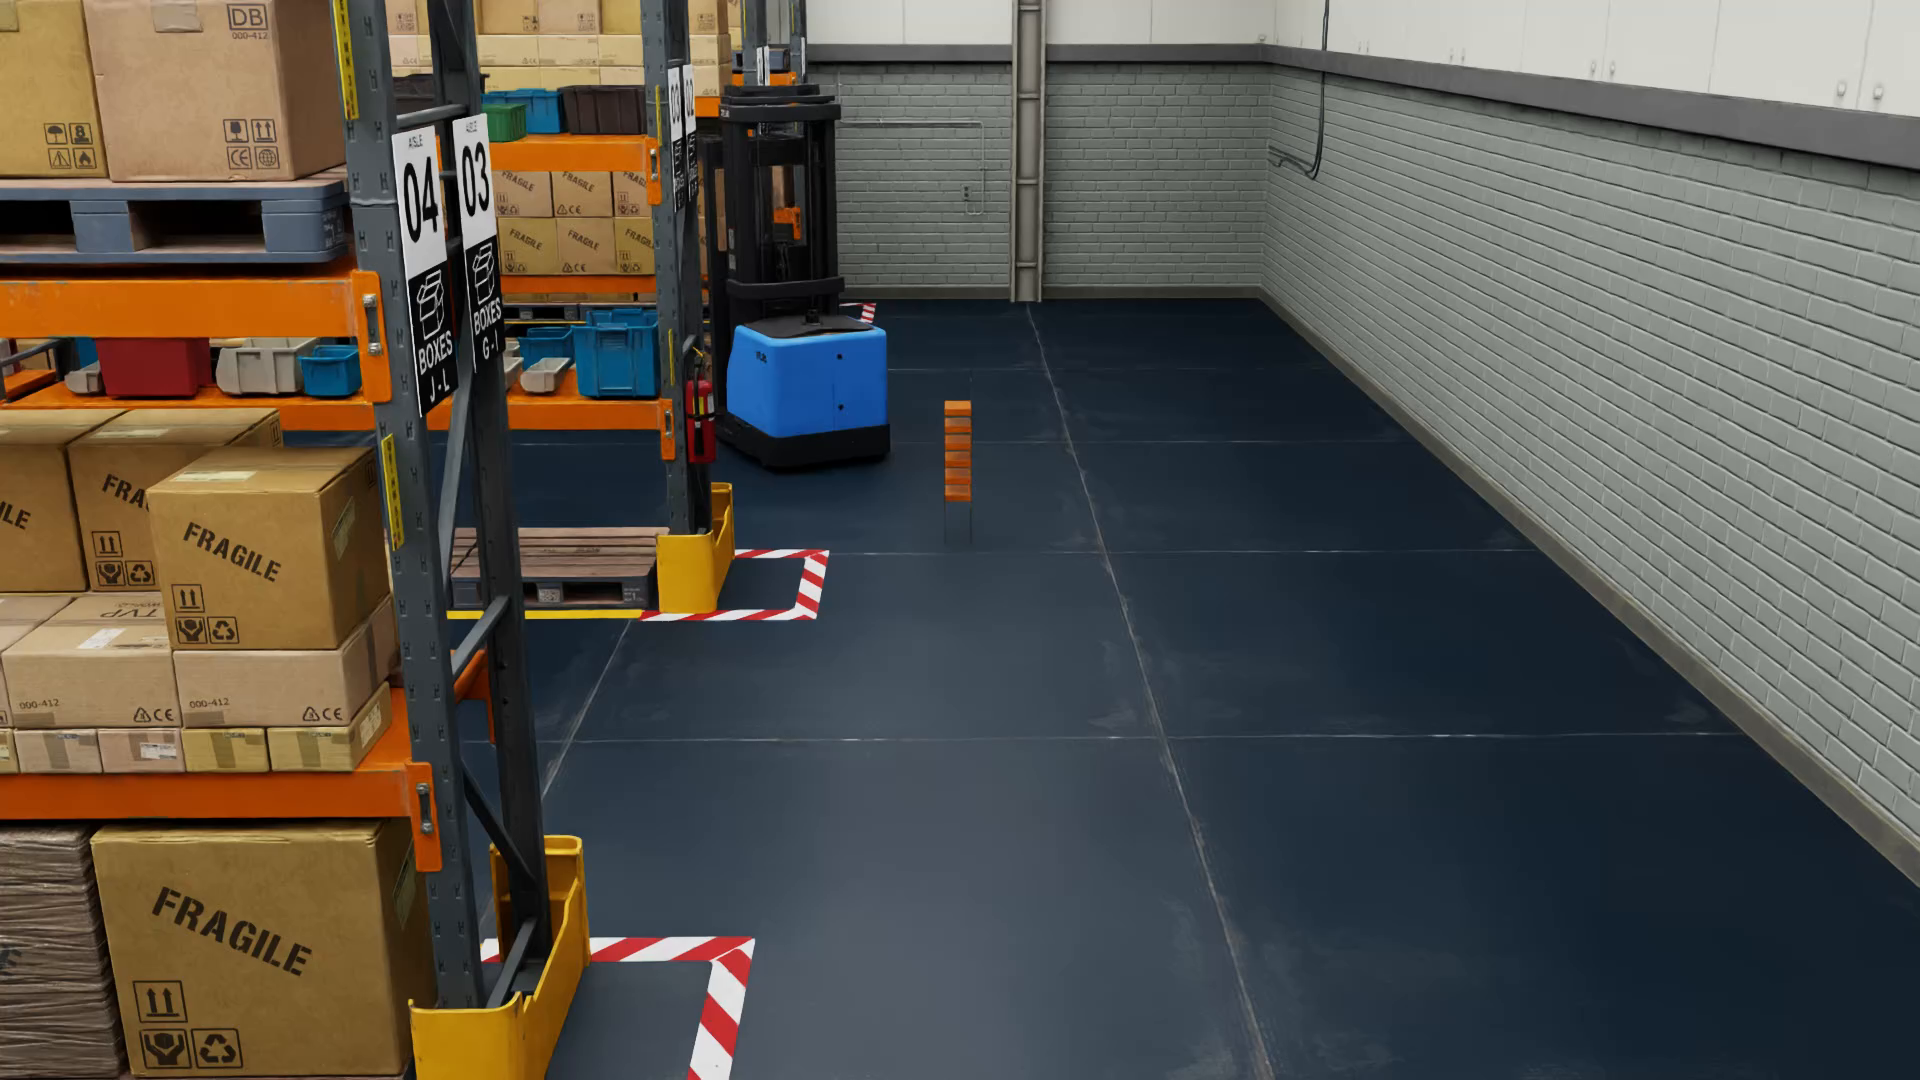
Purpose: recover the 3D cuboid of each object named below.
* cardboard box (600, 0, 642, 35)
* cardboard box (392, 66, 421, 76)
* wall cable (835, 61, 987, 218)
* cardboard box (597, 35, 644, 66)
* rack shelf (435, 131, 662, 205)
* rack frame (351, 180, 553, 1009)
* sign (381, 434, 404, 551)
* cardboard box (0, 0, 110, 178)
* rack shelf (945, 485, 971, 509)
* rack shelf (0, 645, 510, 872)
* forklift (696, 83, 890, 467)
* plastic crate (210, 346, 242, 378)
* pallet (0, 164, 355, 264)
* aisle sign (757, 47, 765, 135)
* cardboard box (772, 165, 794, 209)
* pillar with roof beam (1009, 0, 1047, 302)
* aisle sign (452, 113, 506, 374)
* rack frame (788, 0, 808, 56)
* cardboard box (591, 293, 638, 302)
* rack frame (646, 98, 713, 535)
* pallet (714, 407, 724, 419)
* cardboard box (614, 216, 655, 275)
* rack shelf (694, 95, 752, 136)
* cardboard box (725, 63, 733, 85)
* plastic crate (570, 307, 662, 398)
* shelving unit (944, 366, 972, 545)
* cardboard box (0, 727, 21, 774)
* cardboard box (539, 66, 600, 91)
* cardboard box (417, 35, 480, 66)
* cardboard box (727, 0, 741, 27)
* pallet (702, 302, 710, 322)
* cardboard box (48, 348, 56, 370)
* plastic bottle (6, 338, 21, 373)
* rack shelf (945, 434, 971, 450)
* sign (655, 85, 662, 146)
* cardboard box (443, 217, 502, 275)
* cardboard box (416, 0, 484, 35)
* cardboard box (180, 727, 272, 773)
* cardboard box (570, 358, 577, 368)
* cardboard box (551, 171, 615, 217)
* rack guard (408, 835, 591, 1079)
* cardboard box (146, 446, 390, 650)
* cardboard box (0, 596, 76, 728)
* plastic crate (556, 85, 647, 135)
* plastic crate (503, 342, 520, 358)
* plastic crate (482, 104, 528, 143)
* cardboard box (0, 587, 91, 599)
[{"bbox_3d":[-2.792,-4.633,14.368,0.500,0.500,0.700,0,18,-1],"label":"cardboard box"},{"bbox_3d":[-4.786,-3.930,14.224,0.500,0.250,0.500,0,18,-1],"label":"cardboard box"},{"bbox_3d":[-0.593,-4.957,20.425,1.851,1.984,0.084,0,18,-1],"label":"wall cable"},{"bbox_3d":[-2.786,-4.177,14.174,0.500,0.250,0.500,0,18,-1],"label":"cardboard box"},{"bbox_3d":[-3.702,-2.228,9.850,4.000,0.370,1.077,0,18,-1],"label":"rack shelf"},{"bbox_3d":[-1.624,0.361,5.513,0.127,3.000,1.000,0,18,-1],"label":"rack frame"},{"bbox_3d":[-1.630,-0.138,4.783,0.005,0.325,0.100,0,18,-1],"label":"sign"},{"bbox_3d":[-2.708,-1.378,5.007,0.500,0.500,0.700,-1,18,-3],"label":"cardboard box"},{"bbox_3d":[-0.014,-0.300,11.451,0.180,0.103,0.258,0,18,-1],"label":"rack shelf"},{"bbox_3d":[-3.624,0.713,5.592,4.000,0.370,1.077,0,18,-1],"label":"rack shelf"},{"bbox_3d":[-1.706,-2.375,14.152,1.130,2.935,3.031,-9,20,-27],"label":"forklift"},{"bbox_3d":[-4.587,-1.118,10.474,0.590,0.125,0.437,0,18,-1],"label":"plastic crate"},{"bbox_3d":[-2.366,-1.019,5.047,1.213,0.211,1.003,0,18,-1],"label":"pallet"},{"bbox_3d":[-1.704,-3.810,14.257,0.004,0.787,0.394,0,18,-1],"label":"aisle sign"},{"bbox_3d":[-2.369,-4.315,19.598,0.700,0.700,0.980,1,18,2],"label":"cardboard box"},{"bbox_3d":[0.895,-5.997,15.510,0.400,9.000,9.100,0,18,-1],"label":"pillar with roof beam"},{"bbox_3d":[-1.557,-0.969,5.402,0.004,0.787,0.394,0,18,-1],"label":"aisle sign"},{"bbox_3d":[-1.859,-7.034,18.744,0.127,3.000,1.000,0,18,-1],"label":"rack frame"},{"bbox_3d":[-4.093,-3.144,19.842,0.500,0.500,0.700,0,18,0],"label":"cardboard box"},{"bbox_3d":[-1.702,-1.152,10.228,0.127,3.000,1.000,0,18,-1],"label":"rack frame"},{"bbox_3d":[-2.650,-1.333,15.356,1.213,0.211,1.003,0,18,-1],"label":"pallet"},{"bbox_3d":[-2.739,-2.624,14.652,0.500,0.500,0.500,0,18,0],"label":"cardboard box"},{"bbox_3d":[-3.777,-3.741,14.566,4.000,0.370,1.077,0,18,-1],"label":"rack shelf"},{"bbox_3d":[-2.295,-4.097,14.743,0.500,0.250,0.500,0,18,-1],"label":"cardboard box"},{"bbox_3d":[-2.034,-1.139,10.031,0.499,0.435,0.616,0,18,-1],"label":"plastic crate"},{"bbox_3d":[-0.014,-0.571,11.364,0.189,1.200,0.258,0,18,-1],"label":"shelving unit"},{"bbox_3d":[-2.996,0.588,5.215,0.250,0.149,0.380,-1,18,-2],"label":"cardboard box"},{"bbox_3d":[-3.286,-3.933,14.233,0.500,0.250,0.500,0,18,-1],"label":"cardboard box"},{"bbox_3d":[-4.286,-4.169,14.149,0.500,0.250,0.500,0,18,-1],"label":"cardboard box"},{"bbox_3d":[-2.586,-6.053,18.761,0.500,0.500,0.500,0,18,-1],"label":"cardboard box"},{"bbox_3d":[-2.657,-2.822,20.000,1.213,0.211,1.003,0,18,-1],"label":"pallet"},{"bbox_3d":[-7.770,-1.570,14.902,0.500,0.500,0.500,-1,18,-3],"label":"cardboard box"},{"bbox_3d":[-6.075,-1.206,10.587,0.133,0.283,0.061,0,18,-1],"label":"plastic bottle"},{"bbox_3d":[-0.014,-0.643,11.341,0.180,0.103,0.258,0,18,-1],"label":"rack shelf"},{"bbox_3d":[-1.678,-2.363,9.263,0.005,0.325,0.100,0,18,-1],"label":"sign"},{"bbox_3d":[-4.250,-2.618,14.633,0.500,0.500,0.500,0,18,-1],"label":"cardboard box"},{"bbox_3d":[-4.289,-4.575,14.188,0.500,0.500,0.700,0,18,-1],"label":"cardboard box"},{"bbox_3d":[-2.235,0.584,5.227,0.250,0.149,0.380,0,18,0],"label":"cardboard box"},{"bbox_3d":[-3.267,-1.492,15.069,0.500,0.250,0.500,0,18,-1],"label":"cardboard box"},{"bbox_3d":[-3.241,-3.096,14.487,0.500,0.500,0.500,0,18,1],"label":"cardboard box"},{"bbox_3d":[-1.600,1.551,5.895,0.348,0.500,1.175,0,18,-1],"label":"rack guard"},{"bbox_3d":[-2.107,0.016,5.118,0.500,0.500,0.500,0,18,0],"label":"cardboard box"},{"bbox_3d":[-3.121,0.379,5.215,0.500,0.250,0.500,-1,18,-3],"label":"cardboard box"},{"bbox_3d":[-2.092,-2.601,10.050,0.590,0.269,0.497,0,18,-1],"label":"plastic crate"},{"bbox_3d":[-2.955,-1.175,10.633,0.298,0.136,0.250,0,18,-1],"label":"plastic crate"},{"bbox_3d":[-2.684,-2.388,9.516,0.336,0.188,0.450,0,18,-1],"label":"plastic crate"},{"bbox_3d":[-3.131,0.216,5.722,0.500,0.250,0.500,-1,18,-3],"label":"cardboard box"}]
